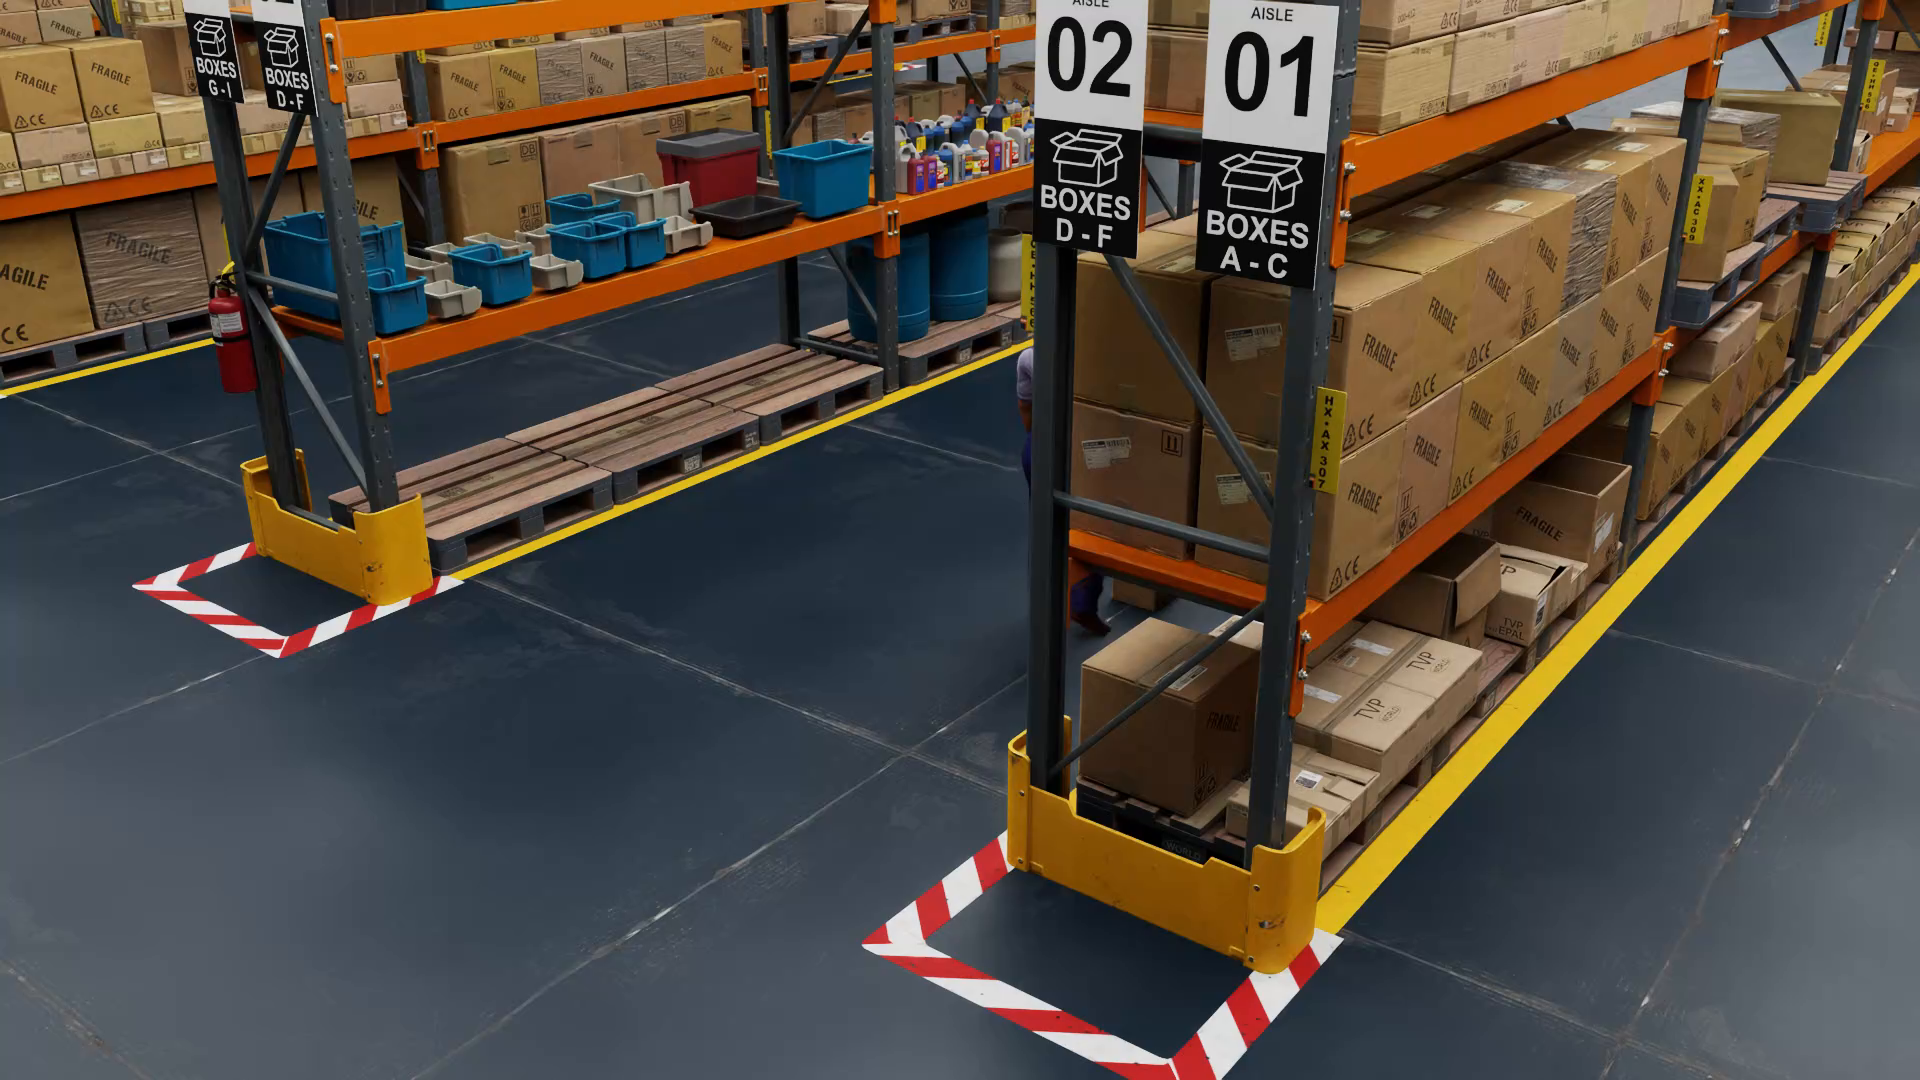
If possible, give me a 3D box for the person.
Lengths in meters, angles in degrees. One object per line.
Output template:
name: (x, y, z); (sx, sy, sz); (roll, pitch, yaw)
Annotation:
person: (0.531, -0.351, 7.949); (0.522, 1.701, 0.442); (19, 30, 36)
